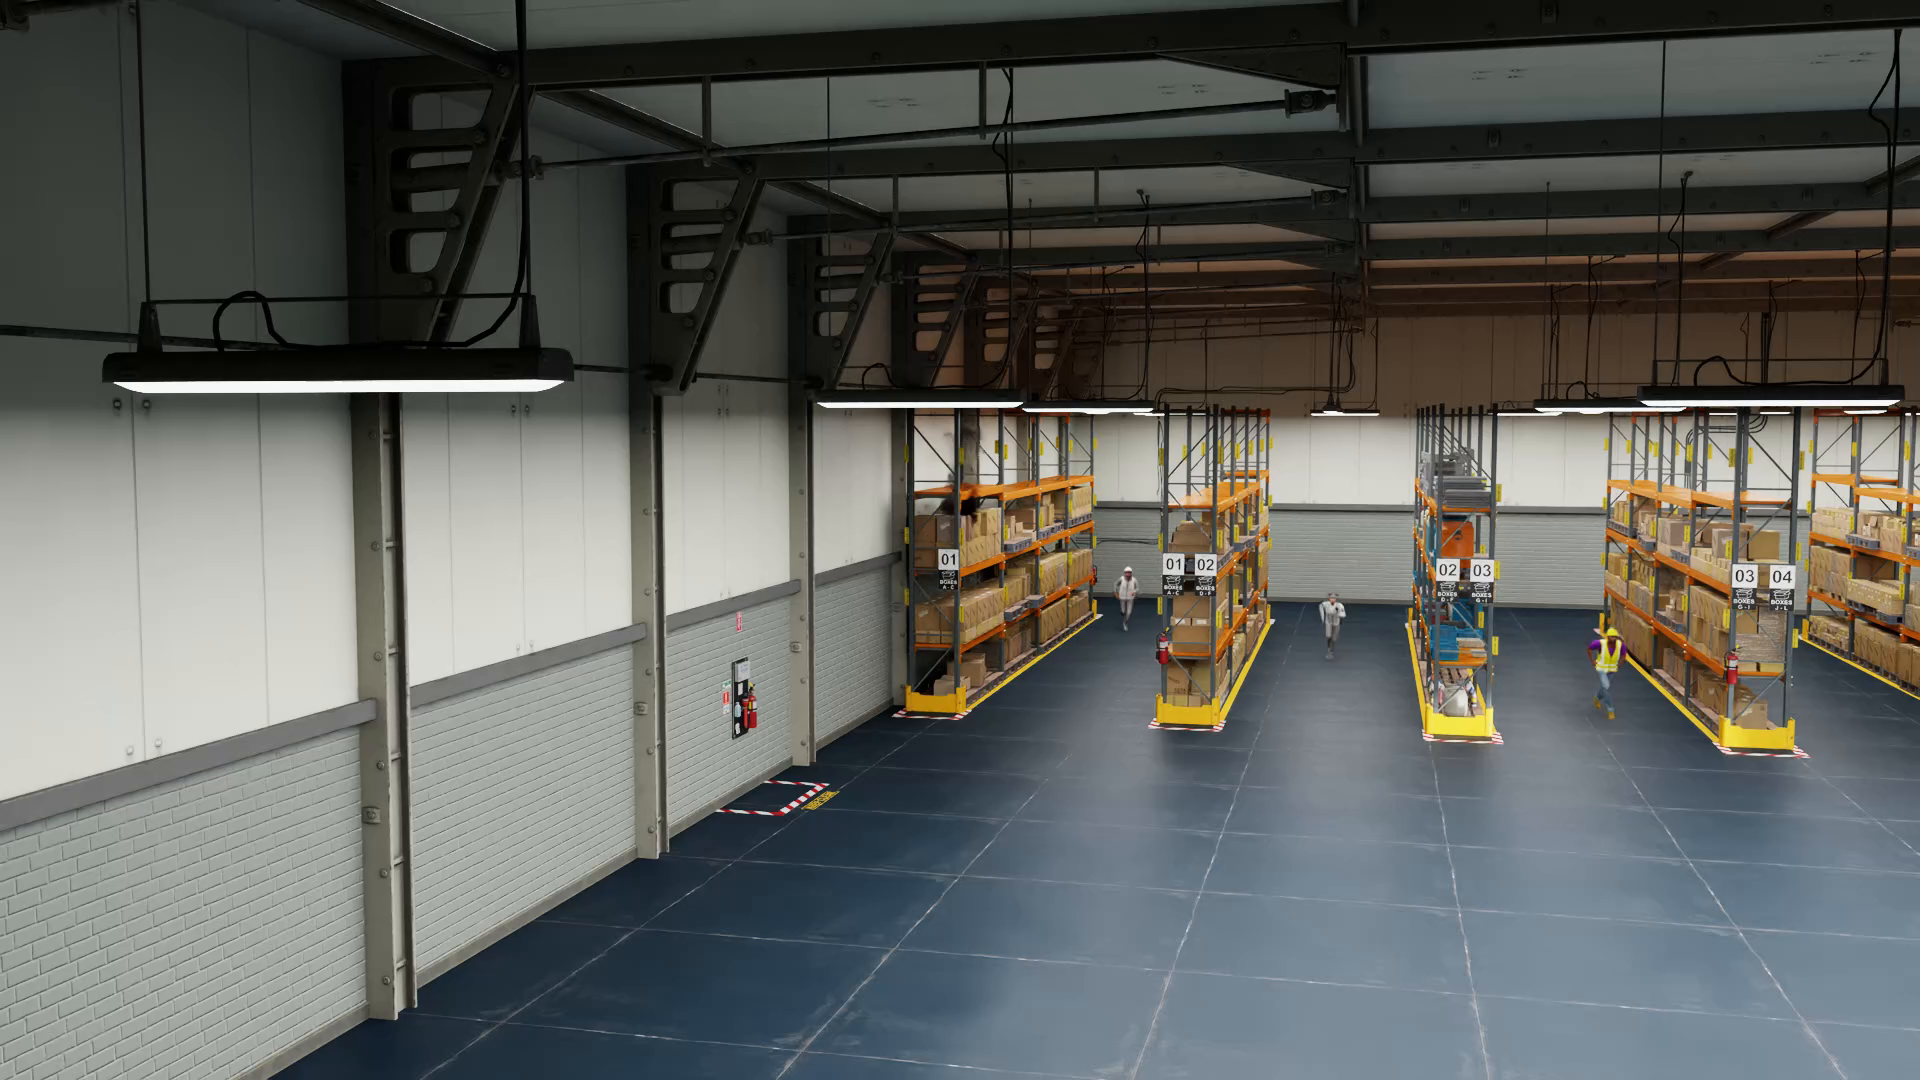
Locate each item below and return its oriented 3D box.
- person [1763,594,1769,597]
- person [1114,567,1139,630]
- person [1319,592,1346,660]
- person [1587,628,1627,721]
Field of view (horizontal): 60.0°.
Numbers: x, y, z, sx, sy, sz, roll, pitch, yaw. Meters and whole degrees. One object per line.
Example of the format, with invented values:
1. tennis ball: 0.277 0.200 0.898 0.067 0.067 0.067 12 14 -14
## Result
1. person: 21.613 1.652 44.090 0.682 1.739 0.589 4 6 42
2. person: 4.523 1.593 45.158 0.694 1.728 0.672 1 4 8
3. person: 8.823 2.022 39.424 0.601 1.613 0.862 1 4 10
4. person: 12.442 2.542 32.046 0.719 1.753 1.048 0 4 2
